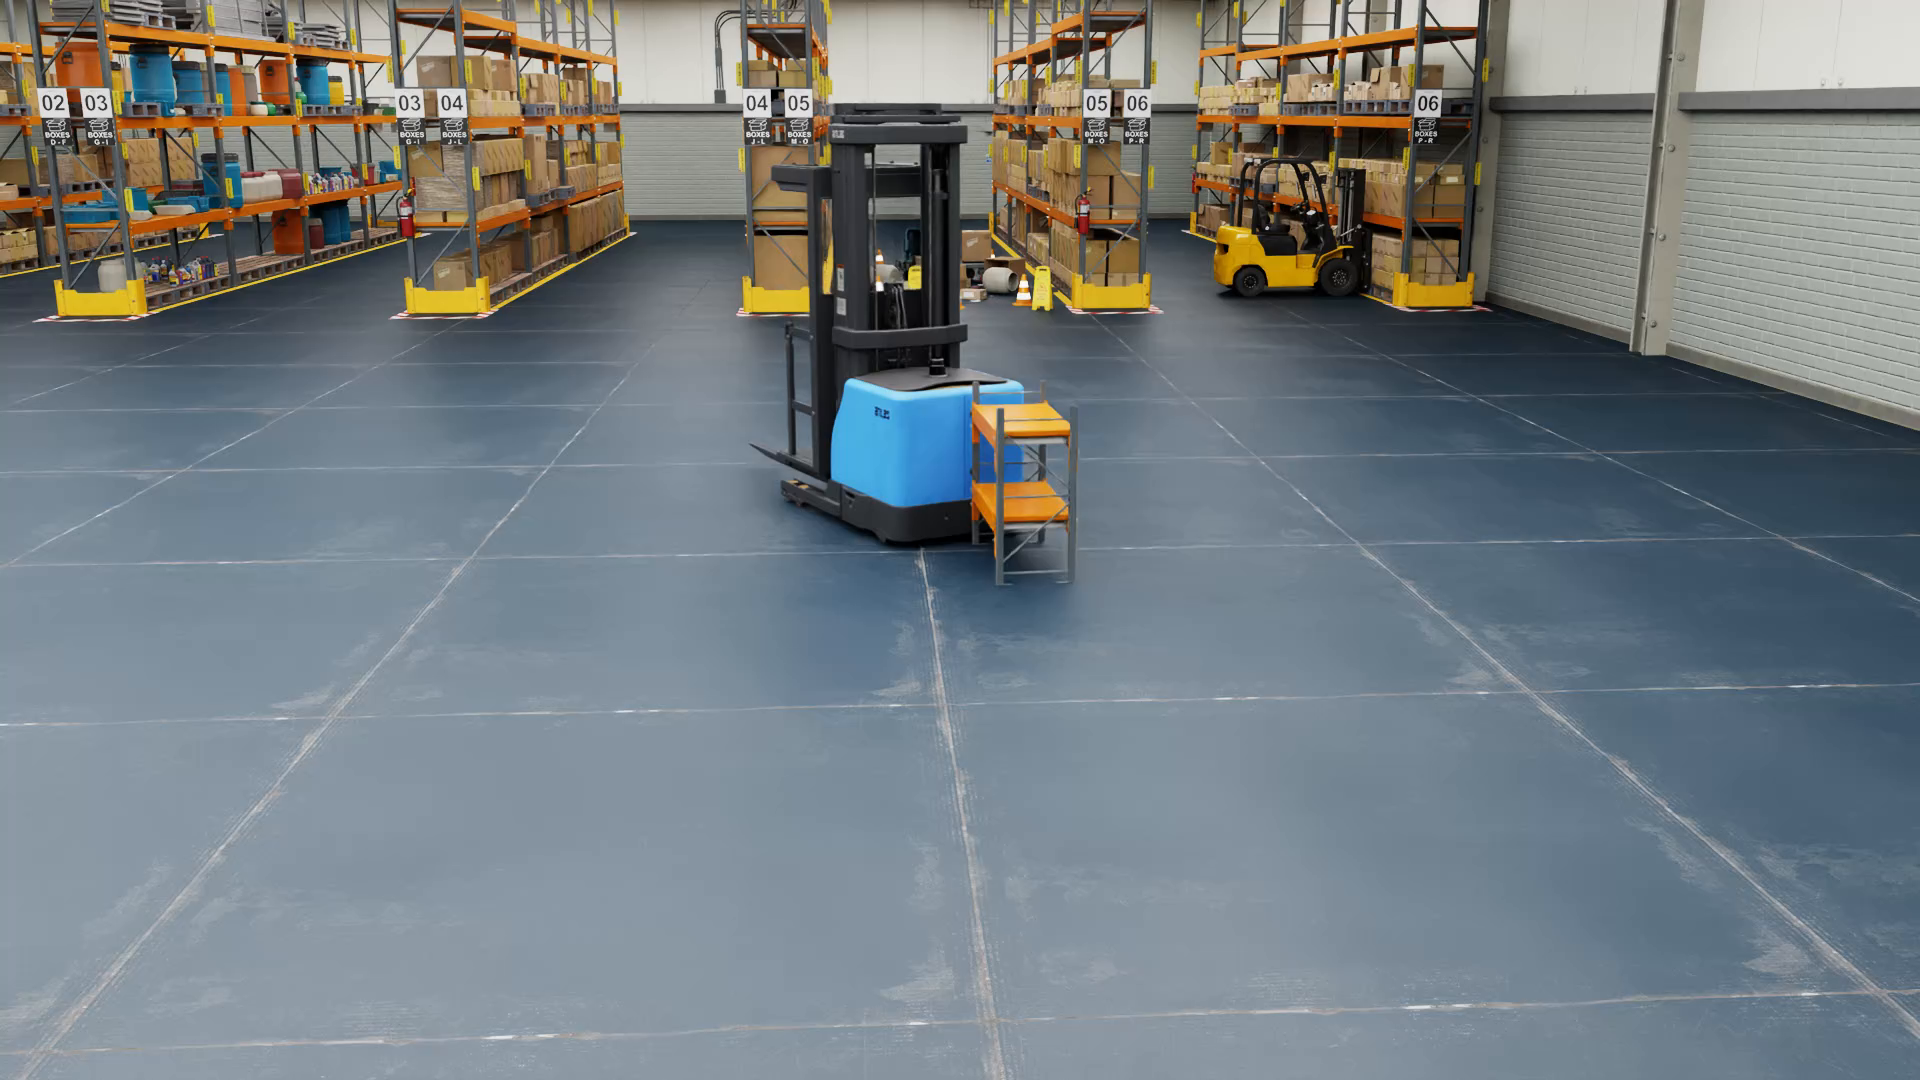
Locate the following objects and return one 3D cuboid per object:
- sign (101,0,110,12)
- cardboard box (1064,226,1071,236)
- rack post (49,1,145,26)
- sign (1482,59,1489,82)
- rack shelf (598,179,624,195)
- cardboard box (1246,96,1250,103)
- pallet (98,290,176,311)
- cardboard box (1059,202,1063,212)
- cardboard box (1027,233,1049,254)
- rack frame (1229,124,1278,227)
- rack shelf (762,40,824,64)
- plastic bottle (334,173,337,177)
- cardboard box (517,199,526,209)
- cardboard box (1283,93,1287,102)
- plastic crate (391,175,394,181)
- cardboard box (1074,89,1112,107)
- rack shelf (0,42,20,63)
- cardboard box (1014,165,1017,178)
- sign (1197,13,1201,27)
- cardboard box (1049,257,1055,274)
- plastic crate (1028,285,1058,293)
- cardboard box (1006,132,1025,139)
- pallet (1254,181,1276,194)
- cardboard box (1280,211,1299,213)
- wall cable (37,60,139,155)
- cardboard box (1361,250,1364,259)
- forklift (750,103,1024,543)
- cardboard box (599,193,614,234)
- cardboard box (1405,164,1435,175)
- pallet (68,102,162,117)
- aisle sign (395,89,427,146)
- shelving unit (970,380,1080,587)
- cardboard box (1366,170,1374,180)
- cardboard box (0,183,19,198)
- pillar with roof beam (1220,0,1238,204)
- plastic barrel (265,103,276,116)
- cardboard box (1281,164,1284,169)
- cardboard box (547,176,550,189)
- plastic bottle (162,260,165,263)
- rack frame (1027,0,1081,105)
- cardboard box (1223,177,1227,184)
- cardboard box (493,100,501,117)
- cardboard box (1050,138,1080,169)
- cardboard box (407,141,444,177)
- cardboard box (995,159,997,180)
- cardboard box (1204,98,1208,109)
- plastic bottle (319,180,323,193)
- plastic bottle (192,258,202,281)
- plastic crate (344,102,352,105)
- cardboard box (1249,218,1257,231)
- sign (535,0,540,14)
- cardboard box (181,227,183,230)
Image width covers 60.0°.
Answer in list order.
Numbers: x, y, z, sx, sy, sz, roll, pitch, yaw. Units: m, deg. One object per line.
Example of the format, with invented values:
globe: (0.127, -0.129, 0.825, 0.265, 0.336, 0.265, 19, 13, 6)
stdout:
sign: (-11.988, -7.567, 23.297, 0.100, 0.325, 0.005, -1, 14, -3)
cardboard box: (1.871, -4.948, 26.605, 0.380, 0.149, 0.250, 0, 14, -1)
rack post: (-12.457, -7.609, 24.043, 0.937, 0.300, 0.954, 1, 14, 3)
sign: (7.806, -6.984, 24.718, 0.100, 0.325, 0.005, -1, 14, -3)
rack shelf: (-8.461, -7.966, 37.909, 1.077, 0.370, 4.000, -1, 14, -3)
cardboard box: (6.202, -9.232, 34.829, 0.380, 0.149, 0.250, -1, 14, -2)
pallet: (-12.634, -3.626, 25.194, 1.003, 0.211, 1.213, -1, 14, -3)
cardboard box: (1.819, -5.457, 27.219, 0.380, 0.149, 0.250, -1, 14, -3)
cardboard box: (1.827, -5.765, 32.343, 0.950, 0.372, 0.625, -2, 15, -7)
rack frame: (6.508, -8.047, 36.782, 1.000, 3.000, 0.127, -1, 14, -3)
rack shelf: (-3.009, -8.739, 29.679, 1.077, 0.370, 4.000, -1, 14, -3)
plastic bottle: (-13.041, -7.490, 34.718, 0.144, 0.351, 0.185, -1, 14, -3)
cardboard box: (-7.535, -5.656, 27.995, 0.380, 0.149, 0.250, -1, 14, -3)
cardboard box: (6.474, -8.552, 32.151, 0.380, 0.166, 0.250, -1, 14, -4)
plastic crate: (-13.293, -8.364, 38.423, 0.396, 0.136, 0.243, -1, 14, -3)
cardboard box: (1.997, -6.632, 24.968, 0.500, 0.250, 0.500, -1, 14, -4)
rack shelf: (-17.853, -8.536, 28.888, 1.077, 0.370, 4.000, -1, 14, -3)
cardboard box: (1.398, -7.644, 34.515, 0.500, 0.250, 0.500, -1, 14, -5)
sign: (5.719, -12.430, 39.743, 0.100, 0.325, 0.005, -1, 14, -3)
cardboard box: (1.817, -4.701, 28.452, 0.500, 0.250, 0.500, -2, 15, -6)
plastic crate: (1.328, -4.163, 27.545, 0.402, 0.080, 0.583, -6, 16, -23)
cardboard box: (1.217, -8.888, 36.542, 0.380, 0.149, 0.250, -1, 14, -5)
pallet: (6.644, -7.127, 33.591, 1.213, 0.211, 1.003, -1, 14, -3)
cardboard box: (6.901, -6.815, 34.864, 0.380, 0.149, 0.250, -1, 14, -3)
wall cable: (-23.410, -11.396, 43.989, 3.097, 2.526, 0.112, -1, 14, -3)
cardboard box: (6.809, -4.670, 27.330, 0.500, 0.250, 0.500, -1, 14, -4)
forklift: (-0.706, -1.720, 12.329, 1.130, 2.935, 3.031, -8, 16, -28)
cardboard box: (-8.354, -7.380, 37.612, 0.875, 0.875, 0.875, -1, 14, -3)
cardboard box: (7.019, -5.655, 25.387, 0.380, 0.149, 0.250, -1, 14, -3)
pallet: (-12.491, -6.324, 24.445, 1.003, 0.211, 1.213, -1, 14, -3)
aisle sign: (-7.889, -6.071, 23.885, 0.394, 0.787, 0.004, -1, 14, -3)
shelving unit: (0.403, -0.392, 10.792, 0.538, 1.125, 1.048, -2, 15, -8)
cardboard box: (6.837, -5.952, 27.137, 0.380, 0.149, 0.250, -1, 14, -5)
cardboard box: (-17.998, -6.535, 31.086, 0.500, 0.311, 0.500, 0, 14, 0)
pillar with roof beam: (2.696, -12.565, 42.303, 9.100, 9.000, 0.400, -1, 14, -3)
plastic barrel: (-12.966, -8.062, 31.133, 0.294, 0.245, 0.294, 0, 14, 0)
cardboard box: (6.482, -7.331, 32.497, 0.380, 0.149, 0.250, 0, 14, -2)
cardboard box: (-7.716, -6.549, 30.389, 0.396, 0.266, 0.258, -1, 14, -5)
plastic bottle: (-13.155, -4.478, 27.496, 0.152, 0.276, 0.135, 0, 14, -1)
rack frame: (1.802, -9.880, 31.867, 1.000, 3.000, 0.127, -1, 14, -3)
cardboard box: (6.158, -8.130, 37.607, 0.380, 0.149, 0.250, -1, 14, -2)
cardboard box: (-7.468, -6.717, 25.893, 0.500, 0.250, 0.500, 0, 14, -2)
cardboard box: (1.870, -6.417, 27.641, 0.700, 0.500, 0.500, -1, 14, -3)
cardboard box: (-7.874, -5.642, 24.630, 0.500, 0.500, 0.500, -1, 14, -3)
cardboard box: (1.109, -8.764, 39.366, 0.500, 0.500, 0.500, -1, 14, -4)
cardboard box: (6.067, -10.325, 39.321, 0.500, 0.250, 0.500, -1, 14, -2)
plastic bottle: (-12.774, -7.055, 33.184, 0.097, 0.271, 0.097, 0, 14, 0)
plastic bottle: (-12.425, -4.397, 27.029, 0.144, 0.351, 0.185, -1, 14, -4)
plastic crate: (-13.699, -9.574, 36.936, 0.437, 0.282, 0.530, -1, 14, -3)
cardboard box: (6.409, -6.531, 35.062, 0.500, 0.500, 0.500, -1, 14, -5)
sign: (-8.892, -11.249, 34.993, 0.100, 0.325, 0.005, -1, 14, -3)
cardboard box: (-18.257, -7.267, 38.553, 0.380, 0.166, 0.250, -1, 14, -3)
